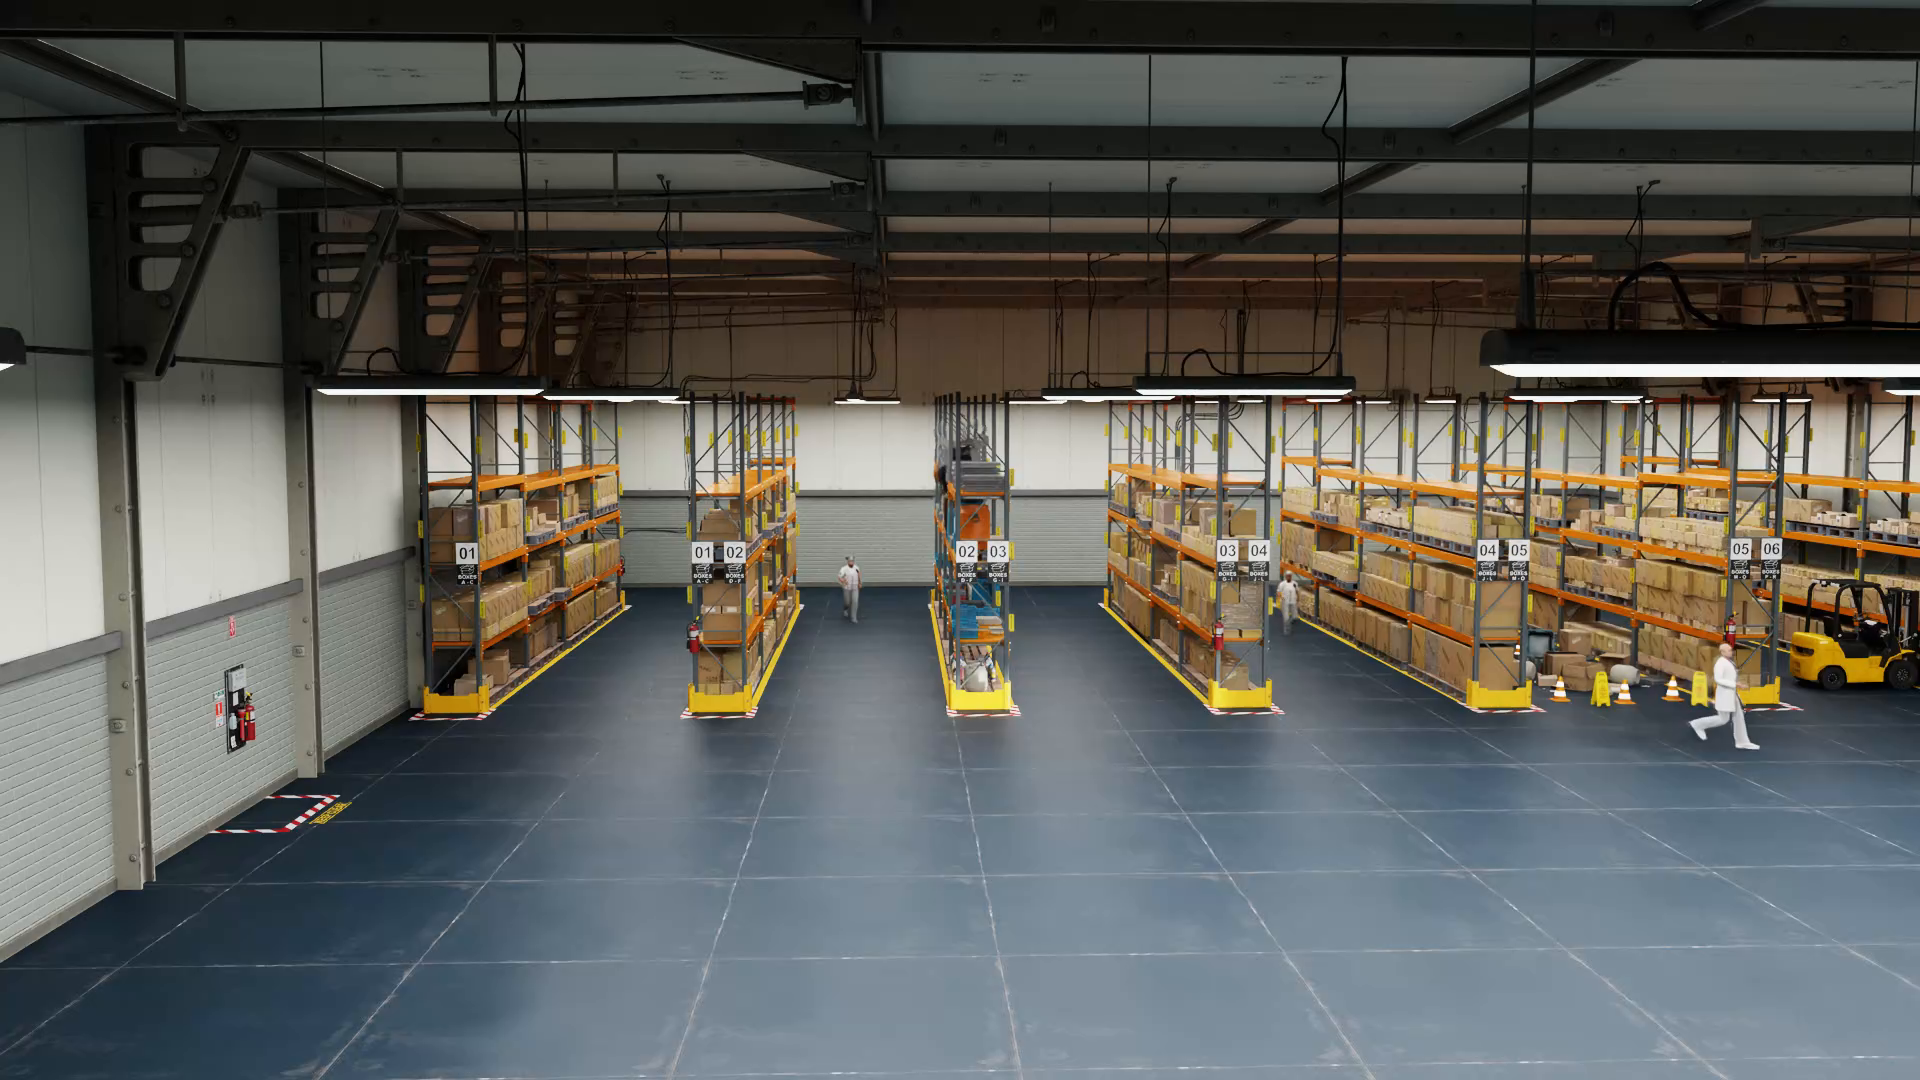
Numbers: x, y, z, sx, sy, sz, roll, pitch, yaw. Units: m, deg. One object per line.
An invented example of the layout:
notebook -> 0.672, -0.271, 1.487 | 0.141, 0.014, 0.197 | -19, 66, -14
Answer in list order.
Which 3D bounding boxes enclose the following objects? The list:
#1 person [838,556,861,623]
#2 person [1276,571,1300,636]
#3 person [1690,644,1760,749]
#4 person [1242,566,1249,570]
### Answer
person -> -2.921, 1.304, 44.398 | 0.662, 1.774, 0.858 | -1, 5, -17
person -> 8.223, 1.585, 41.570 | 0.602, 1.618, 0.557 | 0, 5, -1
person -> 12.854, 2.606, 27.865 | 1.079, 1.742, 0.705 | 4, 6, 40
person -> 7.913, 1.137, 46.734 | 0.738, 1.693, 0.571 | 0, 5, 5
